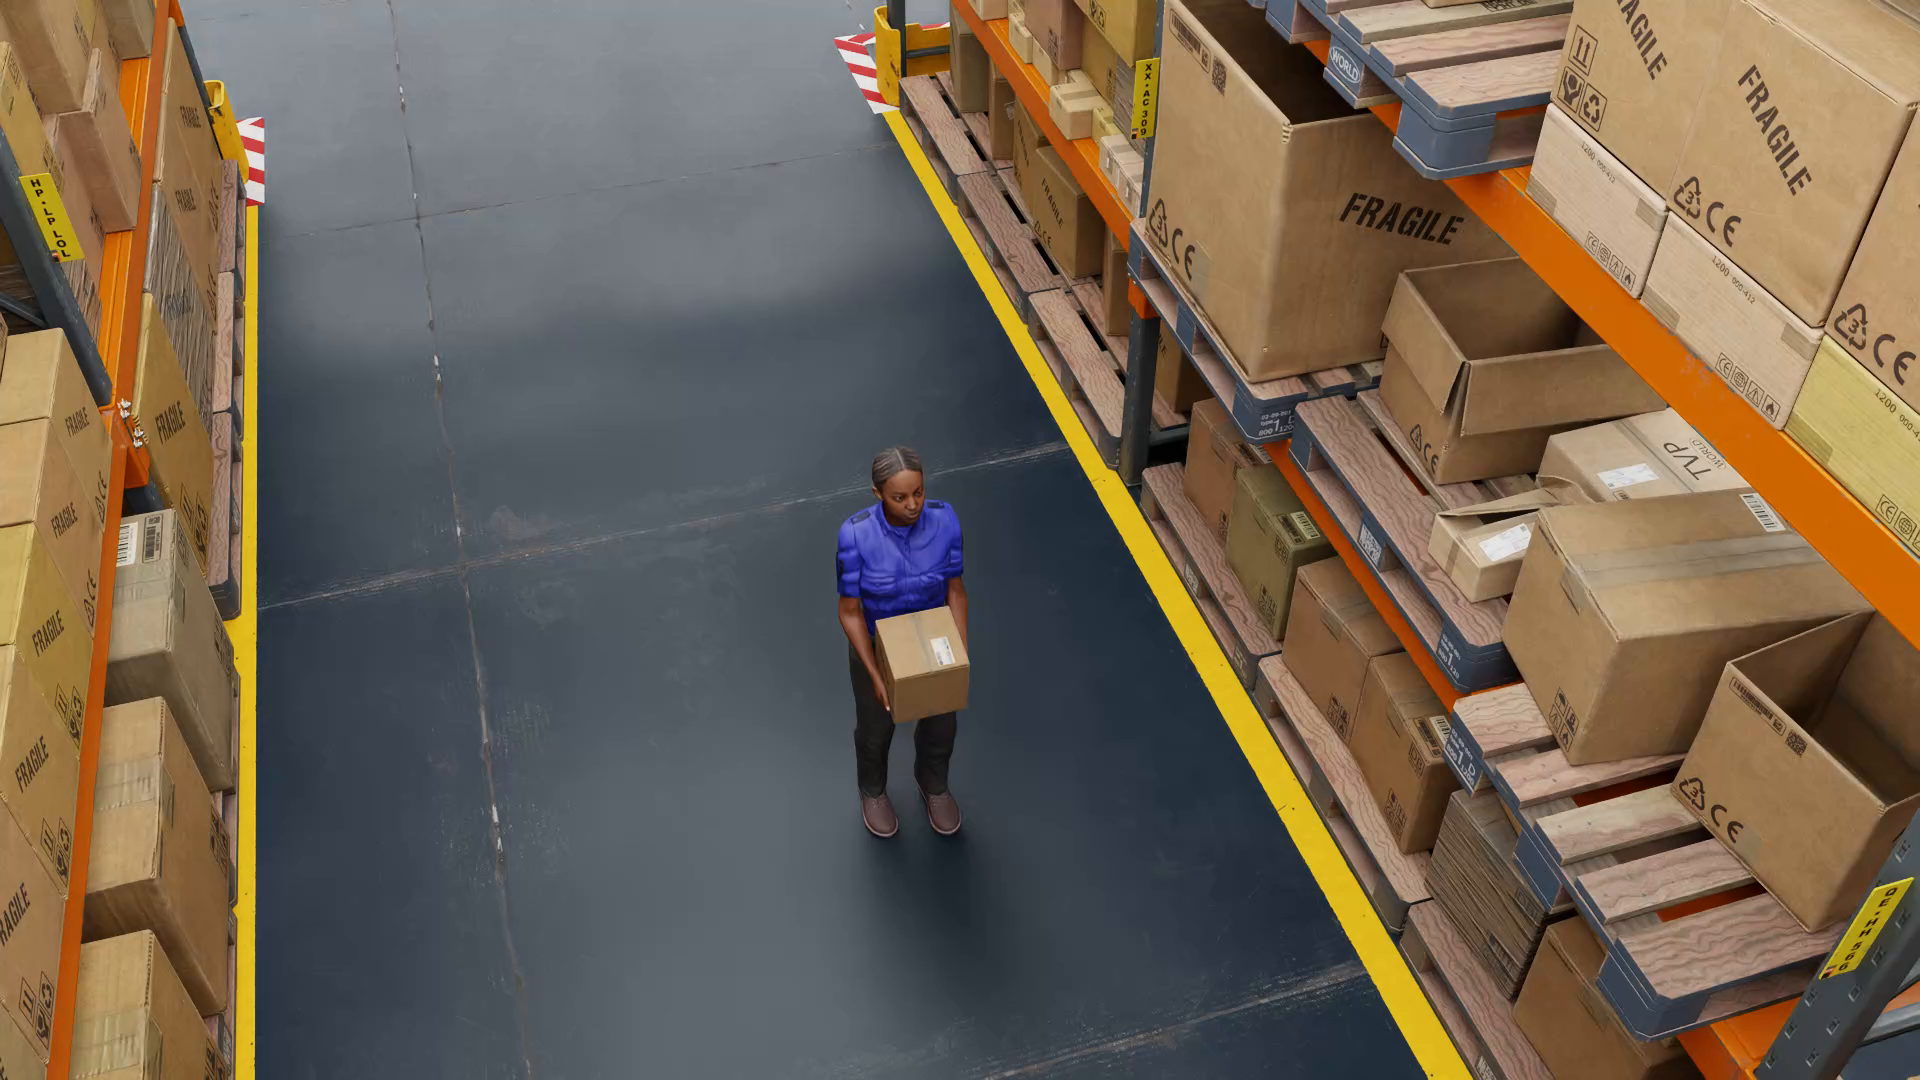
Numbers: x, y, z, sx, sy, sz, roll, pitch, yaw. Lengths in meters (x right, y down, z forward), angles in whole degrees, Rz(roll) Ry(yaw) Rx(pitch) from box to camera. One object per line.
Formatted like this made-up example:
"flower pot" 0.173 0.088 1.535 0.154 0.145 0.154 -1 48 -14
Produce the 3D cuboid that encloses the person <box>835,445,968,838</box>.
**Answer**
"person" -0.178 0.420 5.714 0.451 1.648 0.516 -11 44 -12
